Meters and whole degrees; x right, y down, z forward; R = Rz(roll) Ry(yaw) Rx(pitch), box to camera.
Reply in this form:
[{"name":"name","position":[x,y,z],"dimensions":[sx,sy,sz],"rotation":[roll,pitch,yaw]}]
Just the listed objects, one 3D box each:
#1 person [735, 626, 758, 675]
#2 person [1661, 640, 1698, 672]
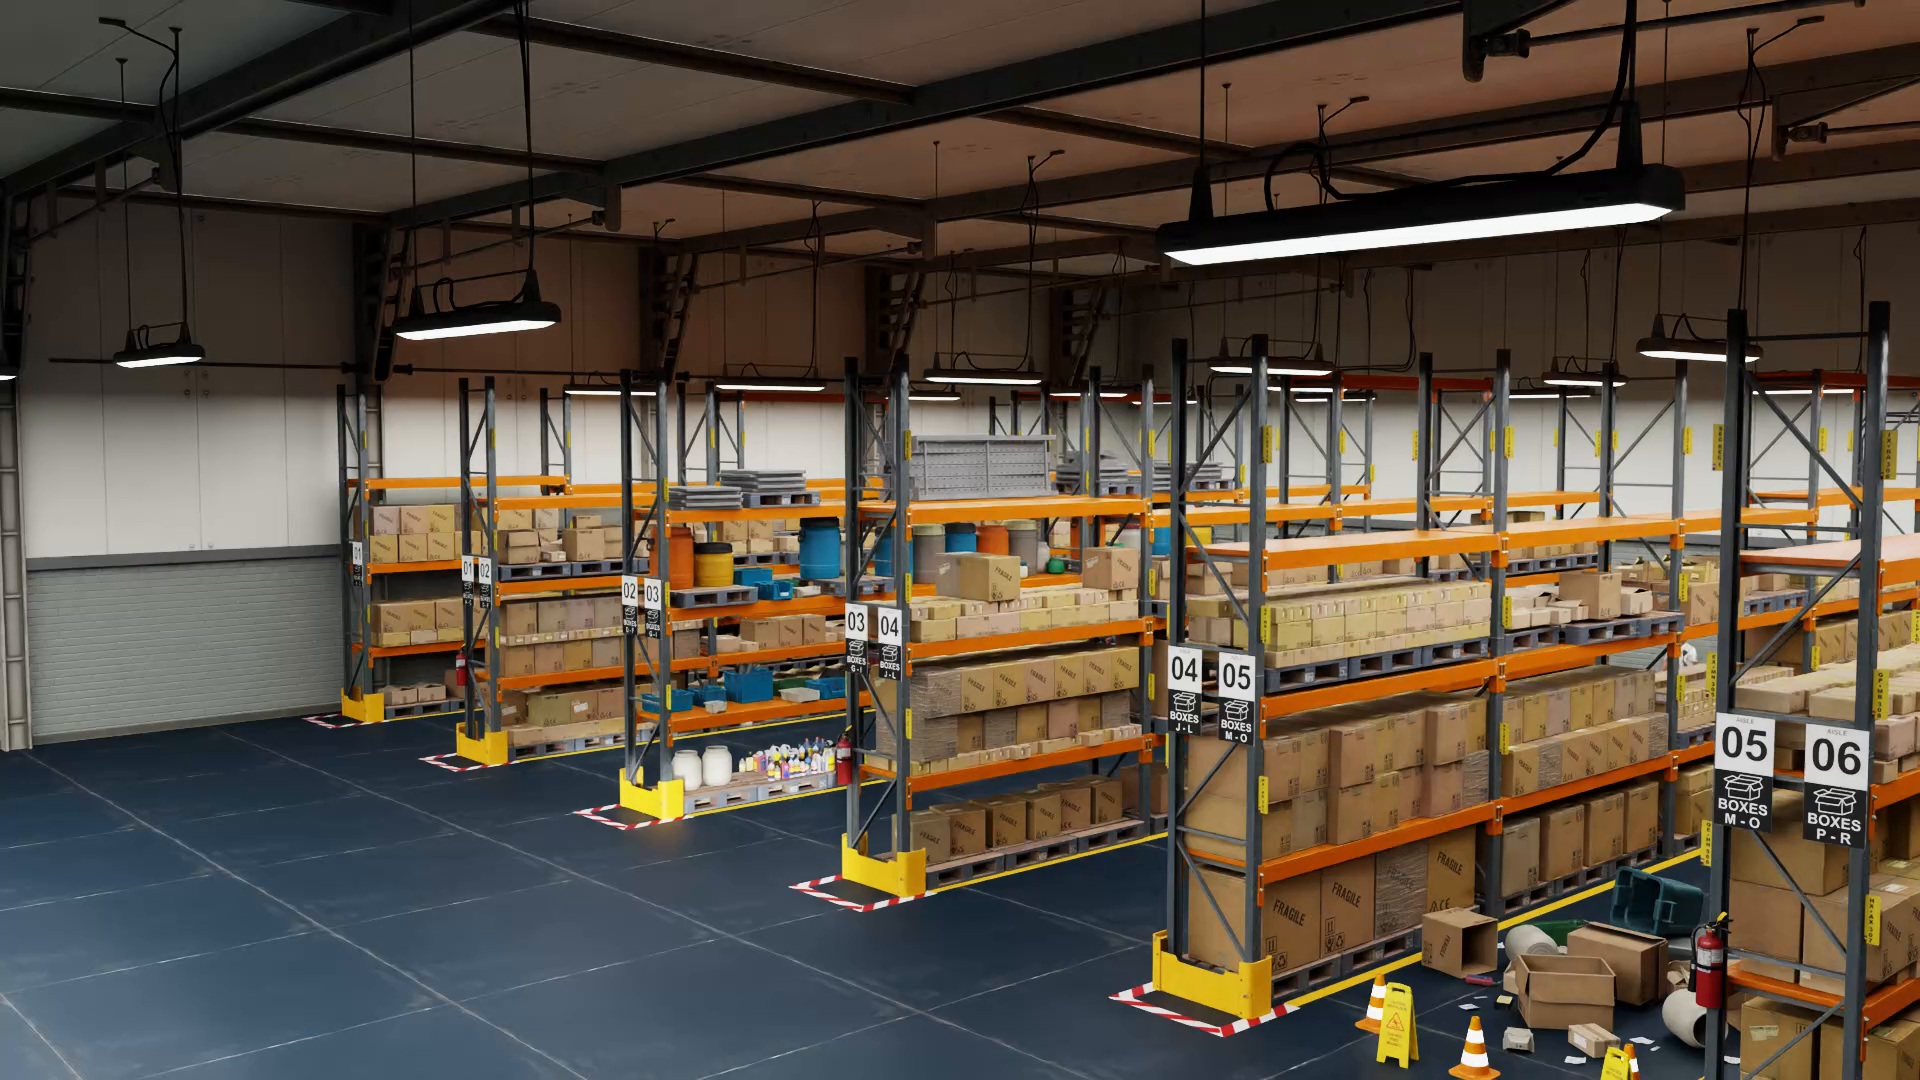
[{"name":"person","position":[-3.975,2.335,31.482],"dimensions":[0.488,1.553,0.484],"rotation":[2,5,34]},{"name":"person","position":[12.551,2.391,29.023],"dimensions":[0.647,1.711,1.099],"rotation":[4,5,45]}]
